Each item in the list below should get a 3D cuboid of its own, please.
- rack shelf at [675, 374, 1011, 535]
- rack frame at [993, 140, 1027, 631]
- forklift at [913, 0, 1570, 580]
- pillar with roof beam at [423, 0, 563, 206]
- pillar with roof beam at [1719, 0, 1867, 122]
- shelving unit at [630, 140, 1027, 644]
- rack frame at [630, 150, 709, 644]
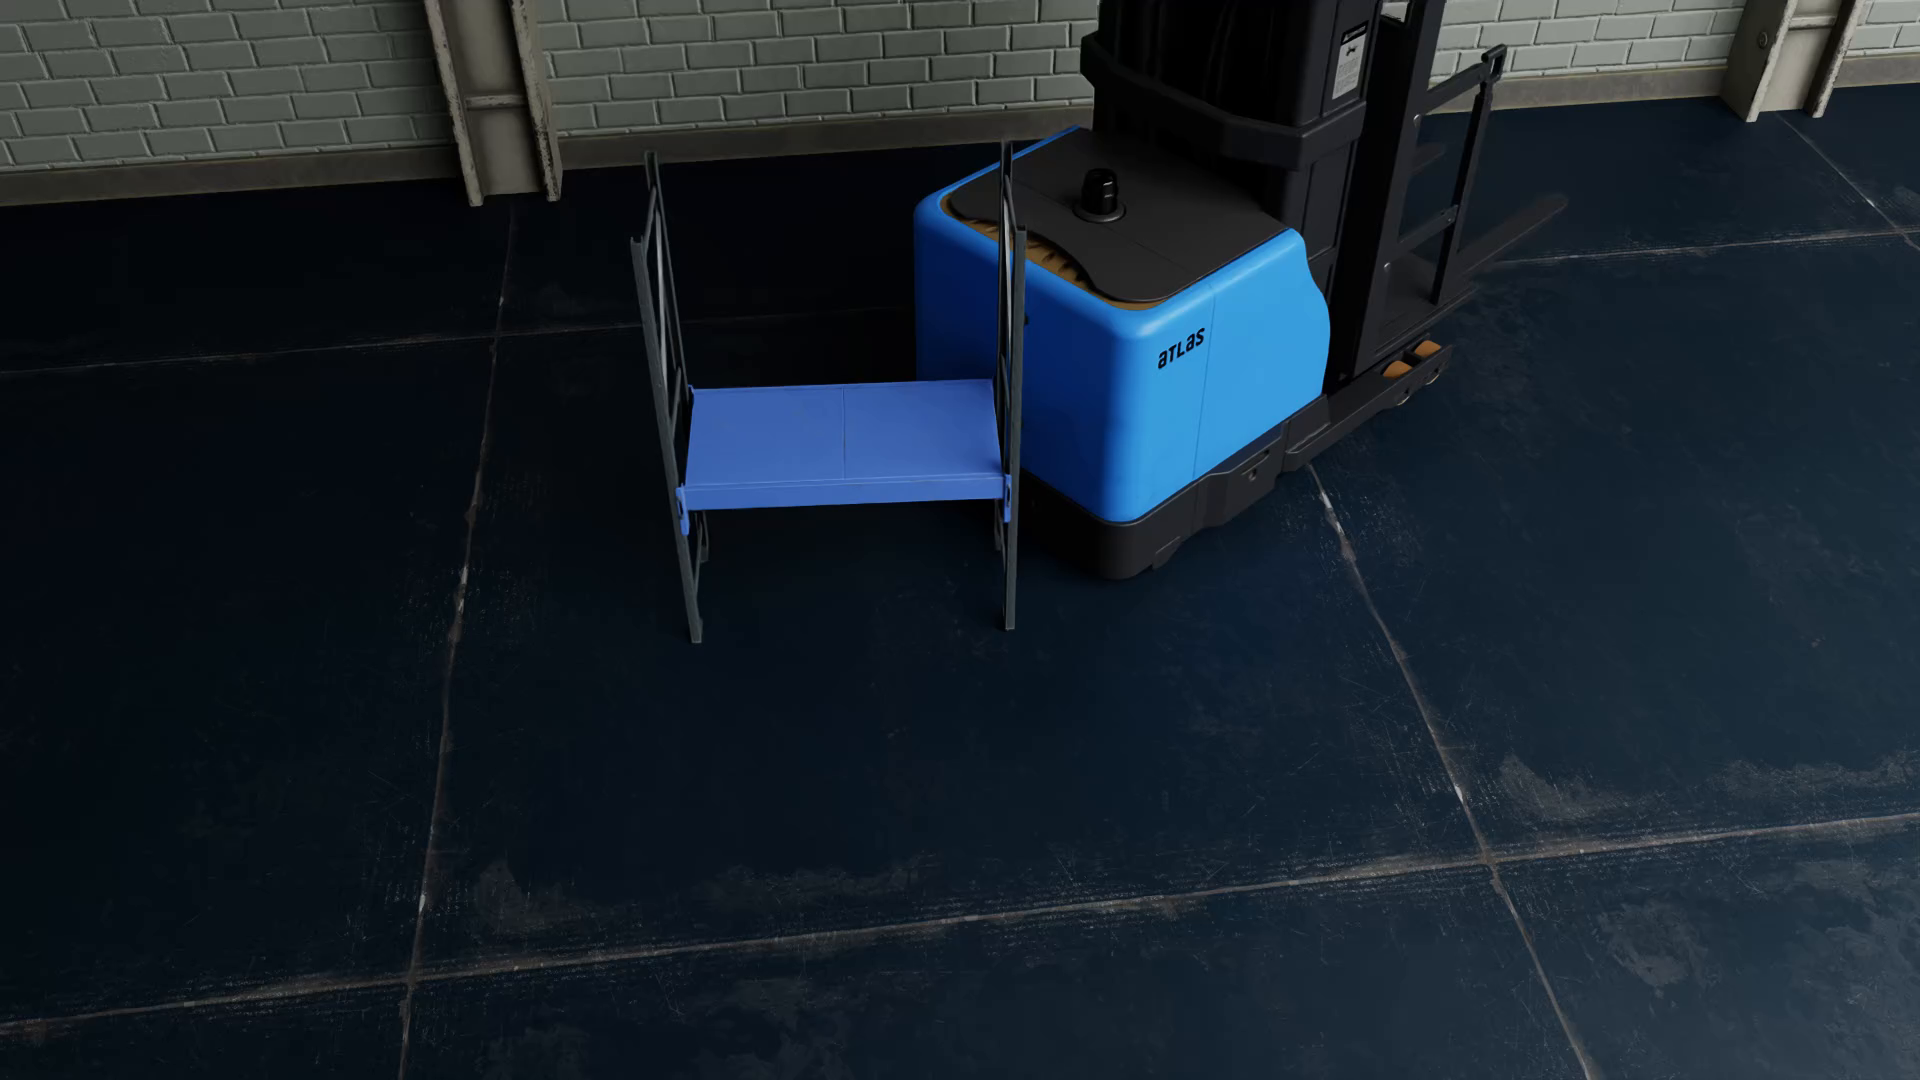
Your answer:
[{"bbox_3d":[-0.360,-0.275,5.203,1.000,0.185,0.538,-2,42,-3],"label":"rack shelf"},{"bbox_3d":[0.147,-0.428,5.105,0.032,1.500,0.500,-2,42,-3],"label":"rack frame"},{"bbox_3d":[1.247,-1.826,5.587,3.031,2.935,1.130,-33,51,-31],"label":"forklift"},{"bbox_3d":[-1.449,-2.086,1.344,0.400,9.000,9.100,-5,42,-6],"label":"pillar with roof beam"},{"bbox_3d":[4.501,-2.607,1.921,0.400,9.000,9.100,-5,42,-6],"label":"pillar with roof beam"},{"bbox_3d":[-0.360,-0.408,5.083,1.048,1.500,0.538,-2,42,-3],"label":"shelving unit"},{"bbox_3d":[-0.868,-0.388,5.060,0.032,1.500,0.500,-2,42,-3],"label":"rack frame"}]
